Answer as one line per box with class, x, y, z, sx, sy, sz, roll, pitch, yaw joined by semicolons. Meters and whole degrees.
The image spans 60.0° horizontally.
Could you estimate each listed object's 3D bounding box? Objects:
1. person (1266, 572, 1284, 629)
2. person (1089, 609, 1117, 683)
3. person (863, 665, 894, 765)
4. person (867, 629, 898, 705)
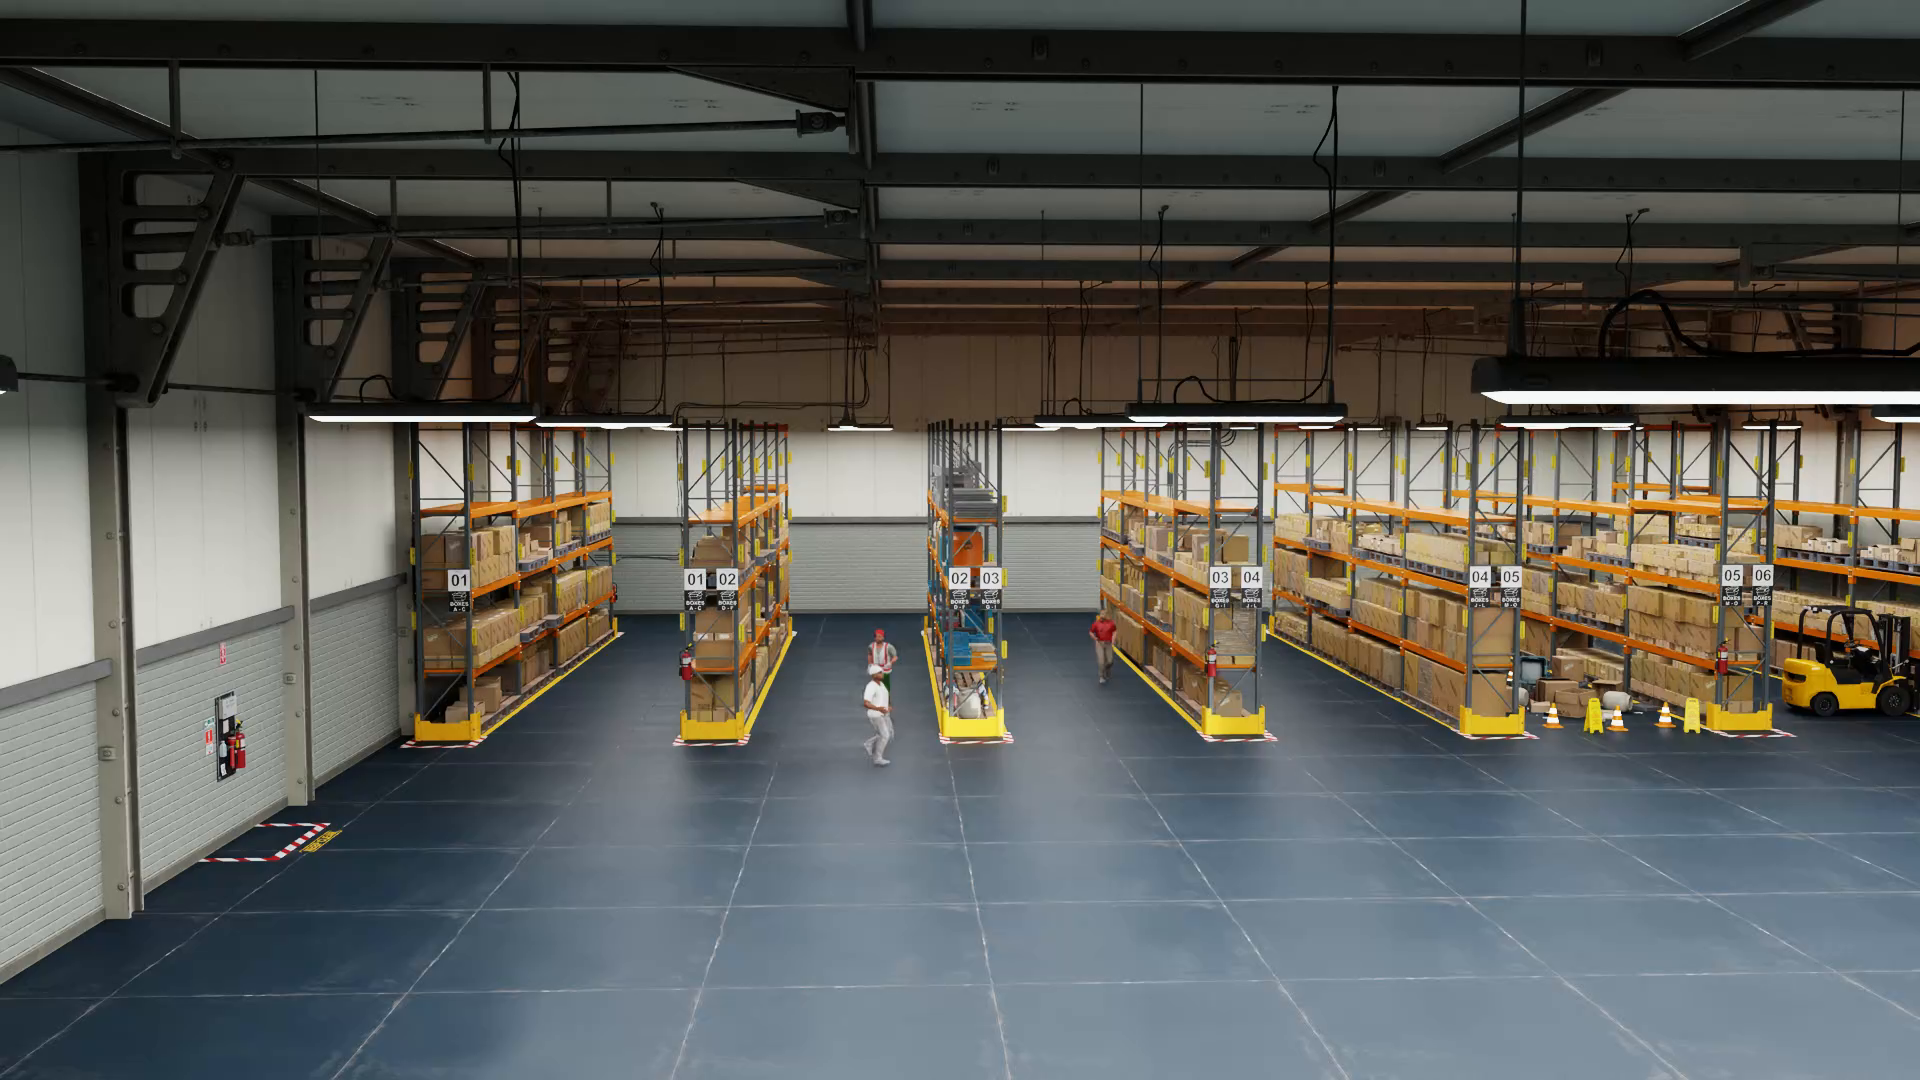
person;9.347;1.747;49.072;0.898;1.704;0.648;-1;4;-20
person;3.308;2.433;38.253;0.660;1.674;0.626;0;4;-3
person;-1.424;3.020;28.758;0.605;1.718;0.696;1;4;20
person;-1.558;2.690;33.376;0.639;1.822;0.859;0;4;8
